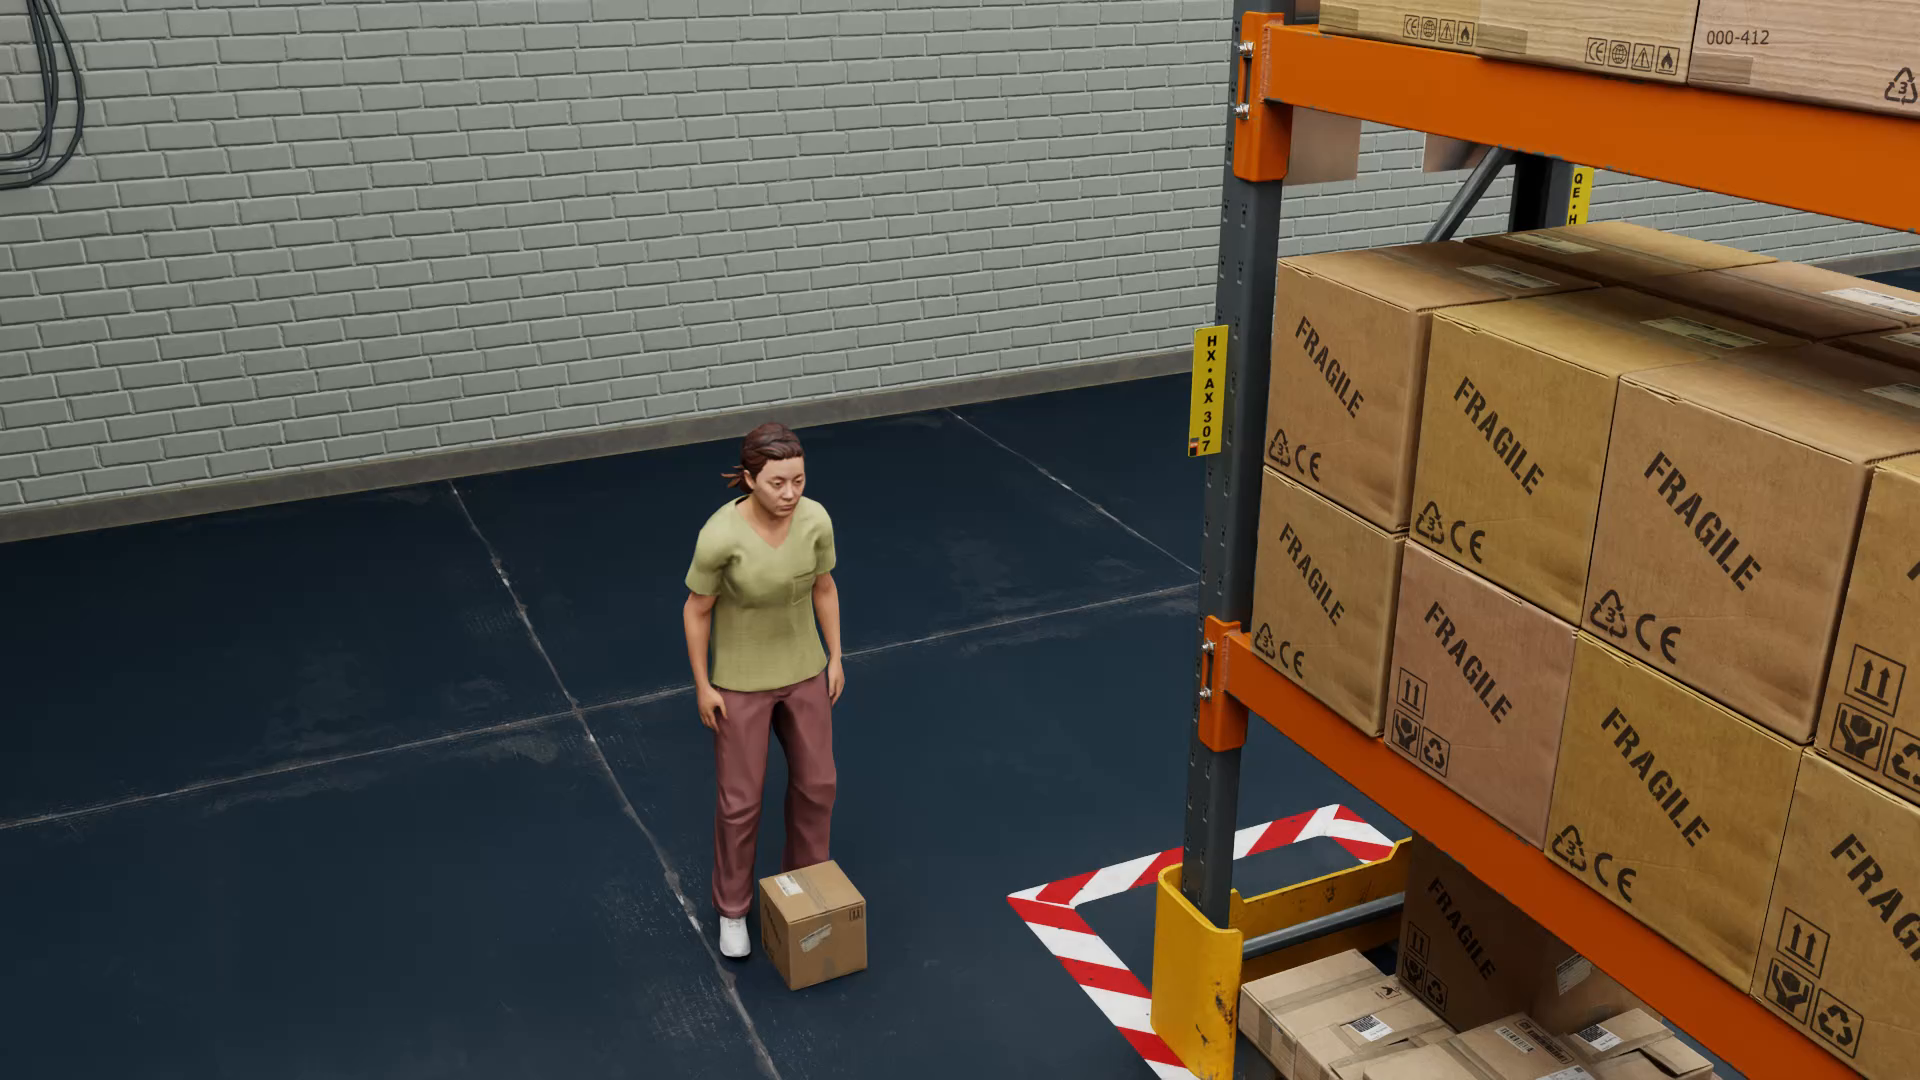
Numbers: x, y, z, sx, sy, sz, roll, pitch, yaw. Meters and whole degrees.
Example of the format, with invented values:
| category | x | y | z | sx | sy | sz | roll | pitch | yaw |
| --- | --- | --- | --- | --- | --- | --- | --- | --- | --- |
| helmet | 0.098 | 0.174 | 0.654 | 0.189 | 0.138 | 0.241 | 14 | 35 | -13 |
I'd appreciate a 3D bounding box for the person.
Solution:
| category | x | y | z | sx | sy | sz | roll | pitch | yaw |
| --- | --- | --- | --- | --- | --- | --- | --- | --- | --- |
| person | -0.566 | 0.435 | 5.029 | 0.498 | 1.672 | 0.363 | -11 | 25 | -26 |
